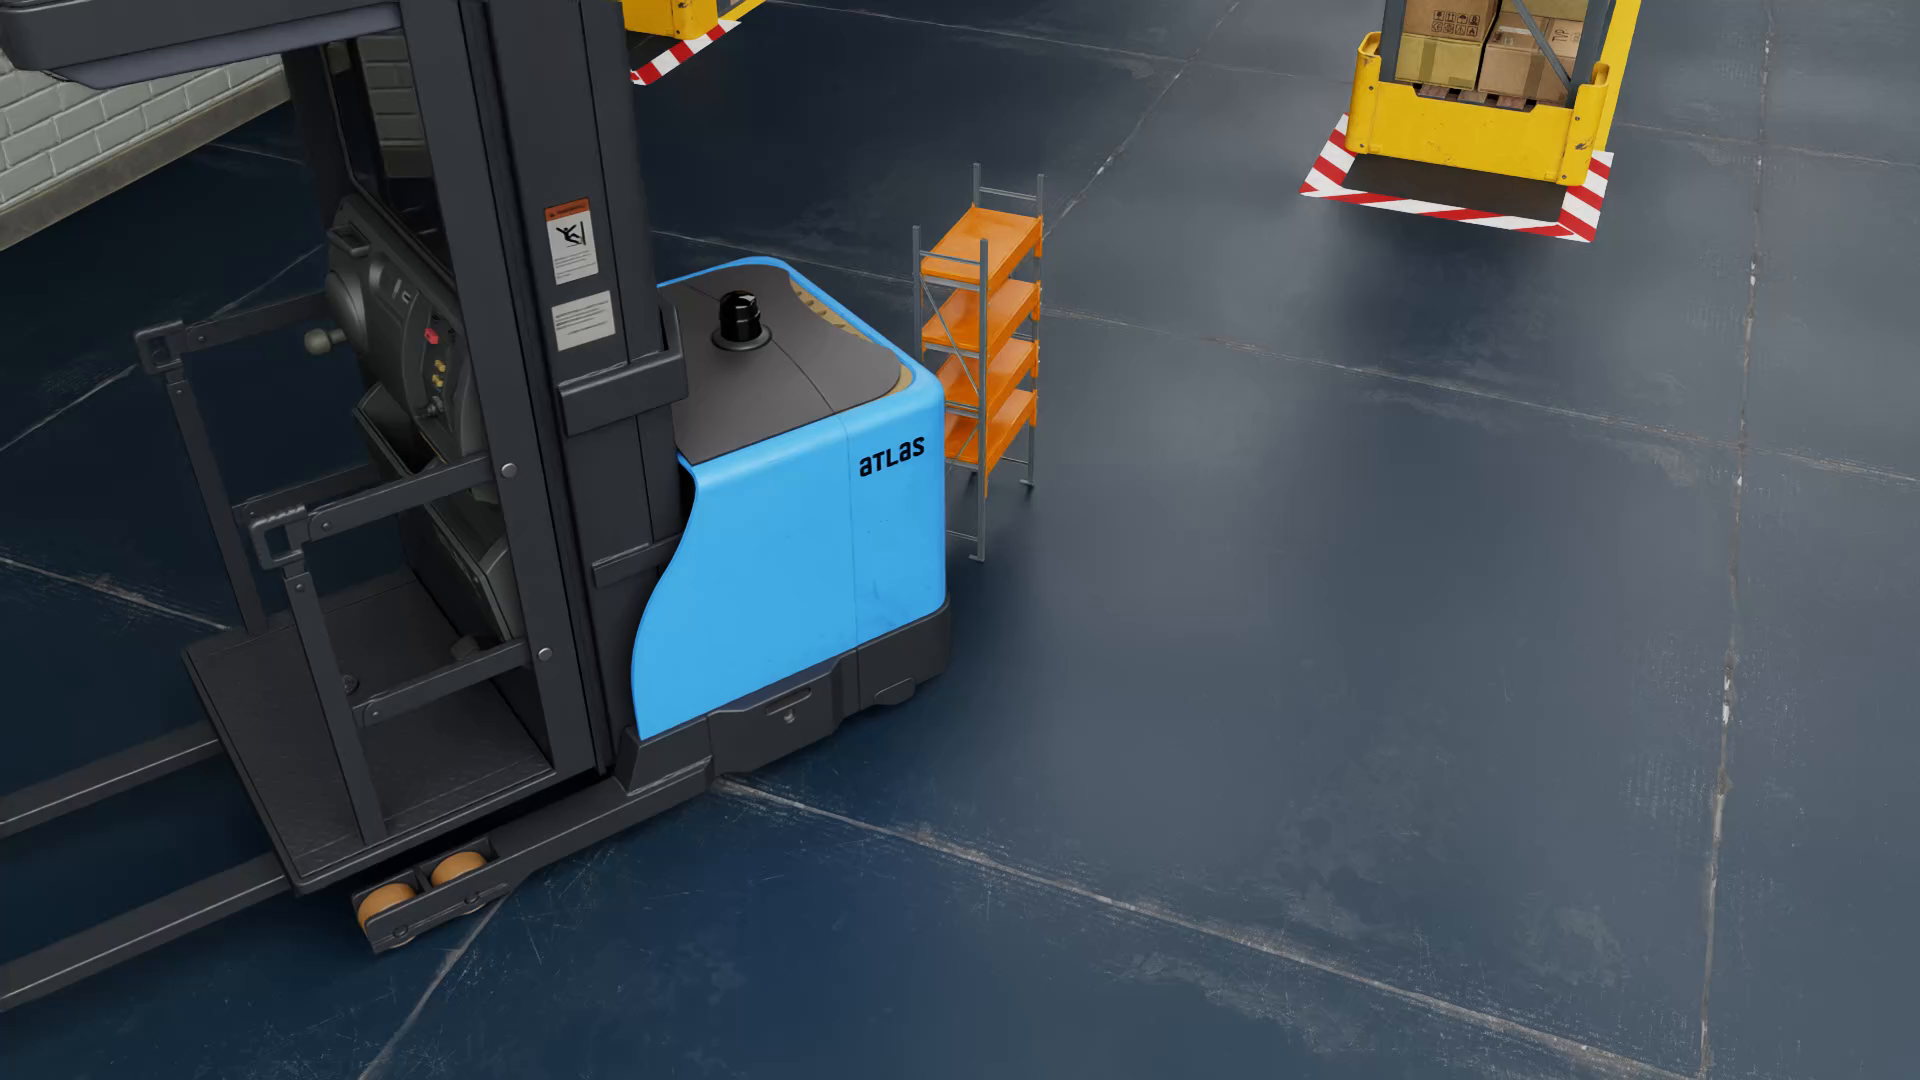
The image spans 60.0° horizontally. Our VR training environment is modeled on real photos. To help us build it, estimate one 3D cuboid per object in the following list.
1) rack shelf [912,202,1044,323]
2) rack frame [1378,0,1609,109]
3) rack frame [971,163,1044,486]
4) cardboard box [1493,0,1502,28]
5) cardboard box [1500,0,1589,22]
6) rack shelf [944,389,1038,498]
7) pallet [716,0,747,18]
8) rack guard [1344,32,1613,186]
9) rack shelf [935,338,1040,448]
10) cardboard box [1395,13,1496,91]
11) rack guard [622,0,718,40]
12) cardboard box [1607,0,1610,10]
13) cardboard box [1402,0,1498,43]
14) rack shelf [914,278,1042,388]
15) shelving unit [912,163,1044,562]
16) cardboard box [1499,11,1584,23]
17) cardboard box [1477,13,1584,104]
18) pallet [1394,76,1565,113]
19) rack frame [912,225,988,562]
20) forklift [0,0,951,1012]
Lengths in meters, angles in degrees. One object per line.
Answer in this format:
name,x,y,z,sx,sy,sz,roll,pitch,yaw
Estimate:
rack shelf,0.063,-0.887,5.278,0.258,0.148,0.480,14,39,18
rack frame,2.539,-3.141,7.447,1.000,3.000,0.127,14,39,18
rack frame,0.156,-0.707,5.694,0.240,1.200,0.015,14,39,18
cardboard box,2.649,-2.852,9.006,0.500,0.250,0.500,14,39,18
cardboard box,3.138,-3.032,8.620,0.500,0.500,0.500,14,39,18
rack shelf,0.063,-0.359,5.673,0.258,0.148,0.480,14,39,18
pallet,-1.673,-3.634,10.436,1.003,0.211,1.213,14,39,18
rack guard,2.530,-2.127,8.178,1.175,0.500,0.348,14,39,18
rack shelf,0.063,-0.518,5.554,0.258,0.148,0.480,14,39,18
cardboard box,2.470,-2.572,8.632,0.500,0.250,0.500,14,39,18
rack guard,-2.014,-3.308,9.759,1.175,0.500,0.348,14,39,18
cardboard box,3.521,-3.284,9.585,0.500,0.250,0.500,14,39,18
cardboard box,2.468,-2.873,8.408,0.500,0.500,0.500,14,39,18
rack shelf,0.063,-0.698,5.420,0.258,0.148,0.480,14,39,18
shelving unit,0.063,-0.572,5.513,0.258,1.200,0.503,14,39,18
cardboard box,3.136,-2.732,8.845,0.500,0.250,0.500,14,39,18
cardboard box,2.949,-2.454,8.474,0.500,0.250,0.500,14,39,18
pallet,2.792,-2.457,8.861,1.003,0.211,1.213,14,39,18
rack frame,-0.030,-0.437,5.333,0.240,1.200,0.015,14,39,18
forklift,-1.528,-0.475,3.937,3.031,2.935,1.130,-23,42,-27
